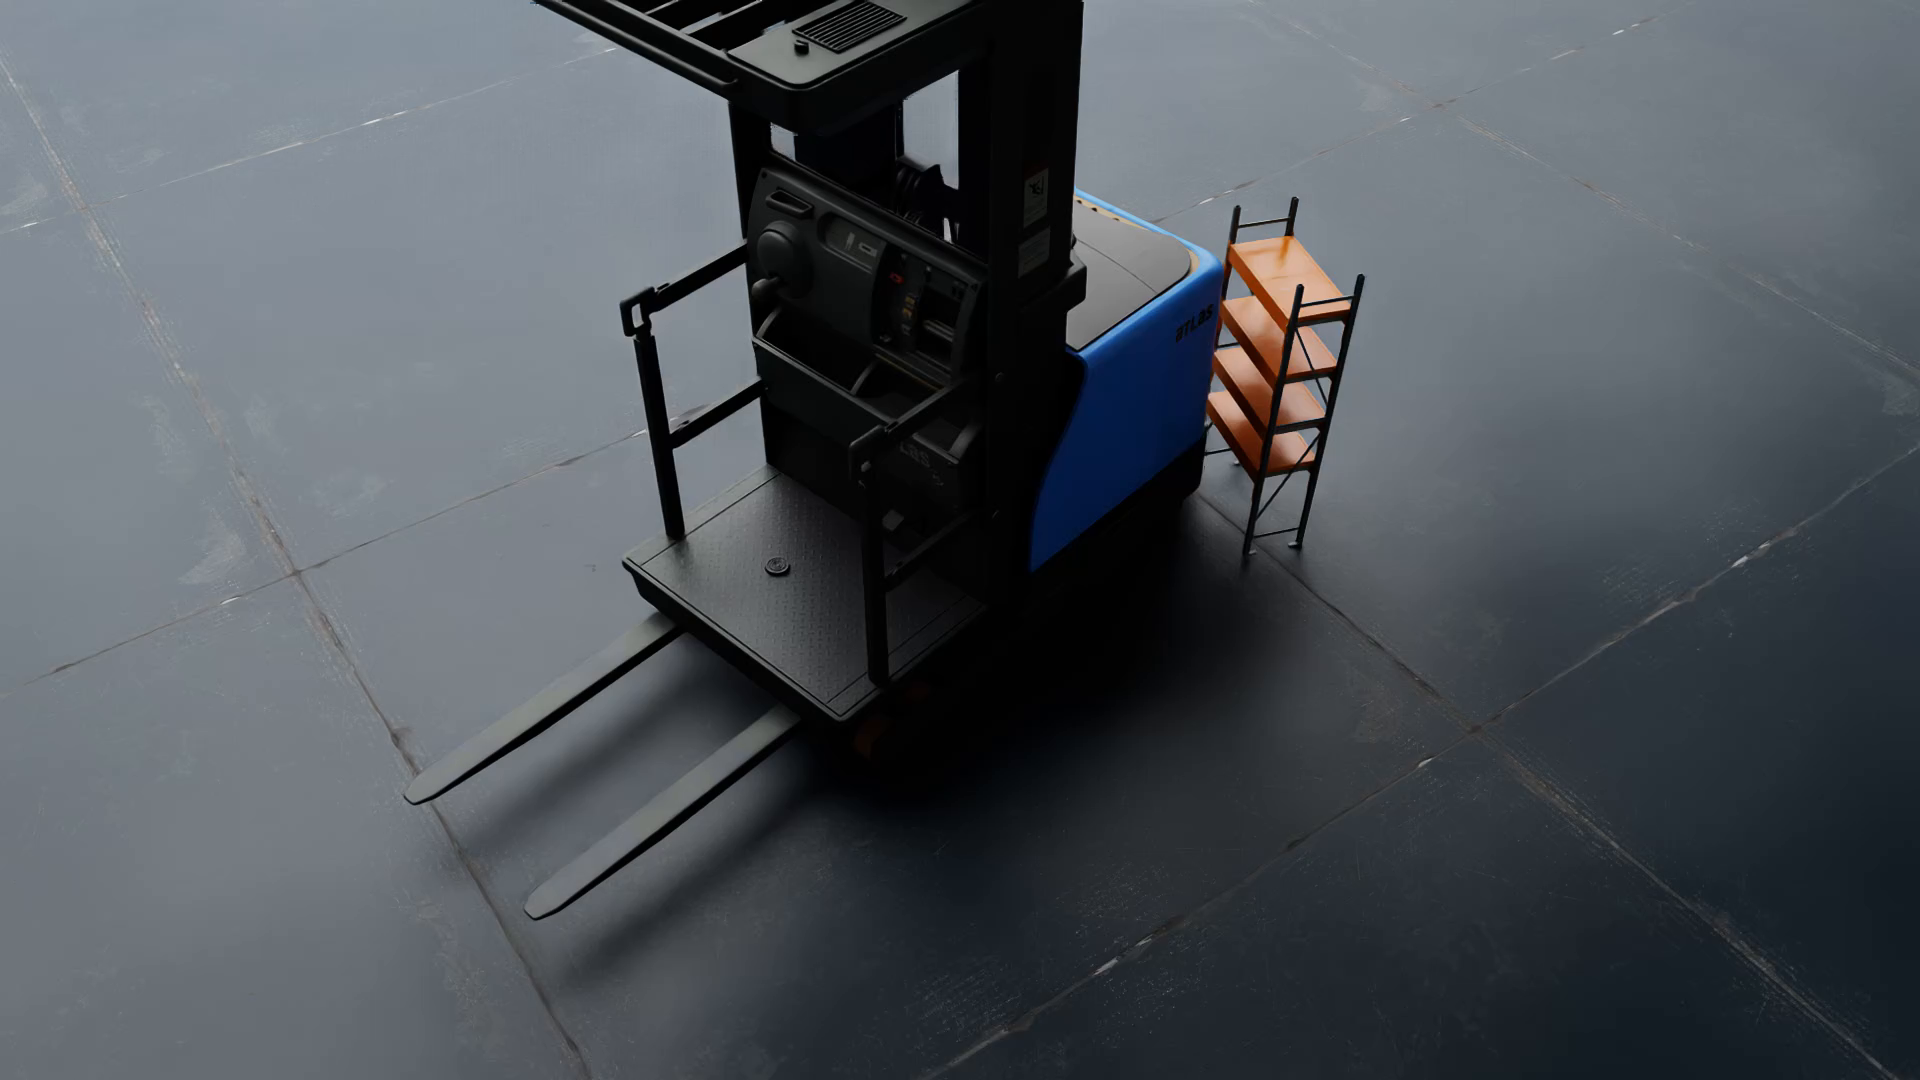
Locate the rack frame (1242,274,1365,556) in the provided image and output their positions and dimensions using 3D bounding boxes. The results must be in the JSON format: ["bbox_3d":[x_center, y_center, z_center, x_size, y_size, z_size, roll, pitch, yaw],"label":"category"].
[{"bbox_3d":[1.184,-0.404,5.798,0.240,1.200,0.015,-11,45,-14],"label":"rack frame"}]

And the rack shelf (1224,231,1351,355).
[{"bbox_3d":[1.123,-0.852,5.698,0.258,0.148,0.480,-11,45,-14],"label":"rack shelf"}]

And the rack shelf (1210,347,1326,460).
[{"bbox_3d":[1.108,-0.516,6.013,0.258,0.148,0.480,-11,45,-14],"label":"rack shelf"}]

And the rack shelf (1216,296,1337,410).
[{"bbox_3d":[1.116,-0.679,5.860,0.258,0.148,0.480,-11,45,-14],"label":"rack shelf"}]

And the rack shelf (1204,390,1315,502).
[{"bbox_3d":[1.102,-0.371,6.148,0.258,0.148,0.480,-11,45,-14],"label":"rack shelf"}]

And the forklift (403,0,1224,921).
[{"bbox_3d":[-0.442,-0.729,4.891,1.130,2.935,3.031,32,52,29],"label":"forklift"}]

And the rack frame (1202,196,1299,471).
[{"bbox_3d":[1.037,-0.726,6.135,0.240,1.200,0.015,-11,45,-14],"label":"rack frame"}]

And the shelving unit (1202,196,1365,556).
[{"bbox_3d":[1.111,-0.565,5.967,0.258,1.200,0.503,-11,45,-14],"label":"shelving unit"}]
